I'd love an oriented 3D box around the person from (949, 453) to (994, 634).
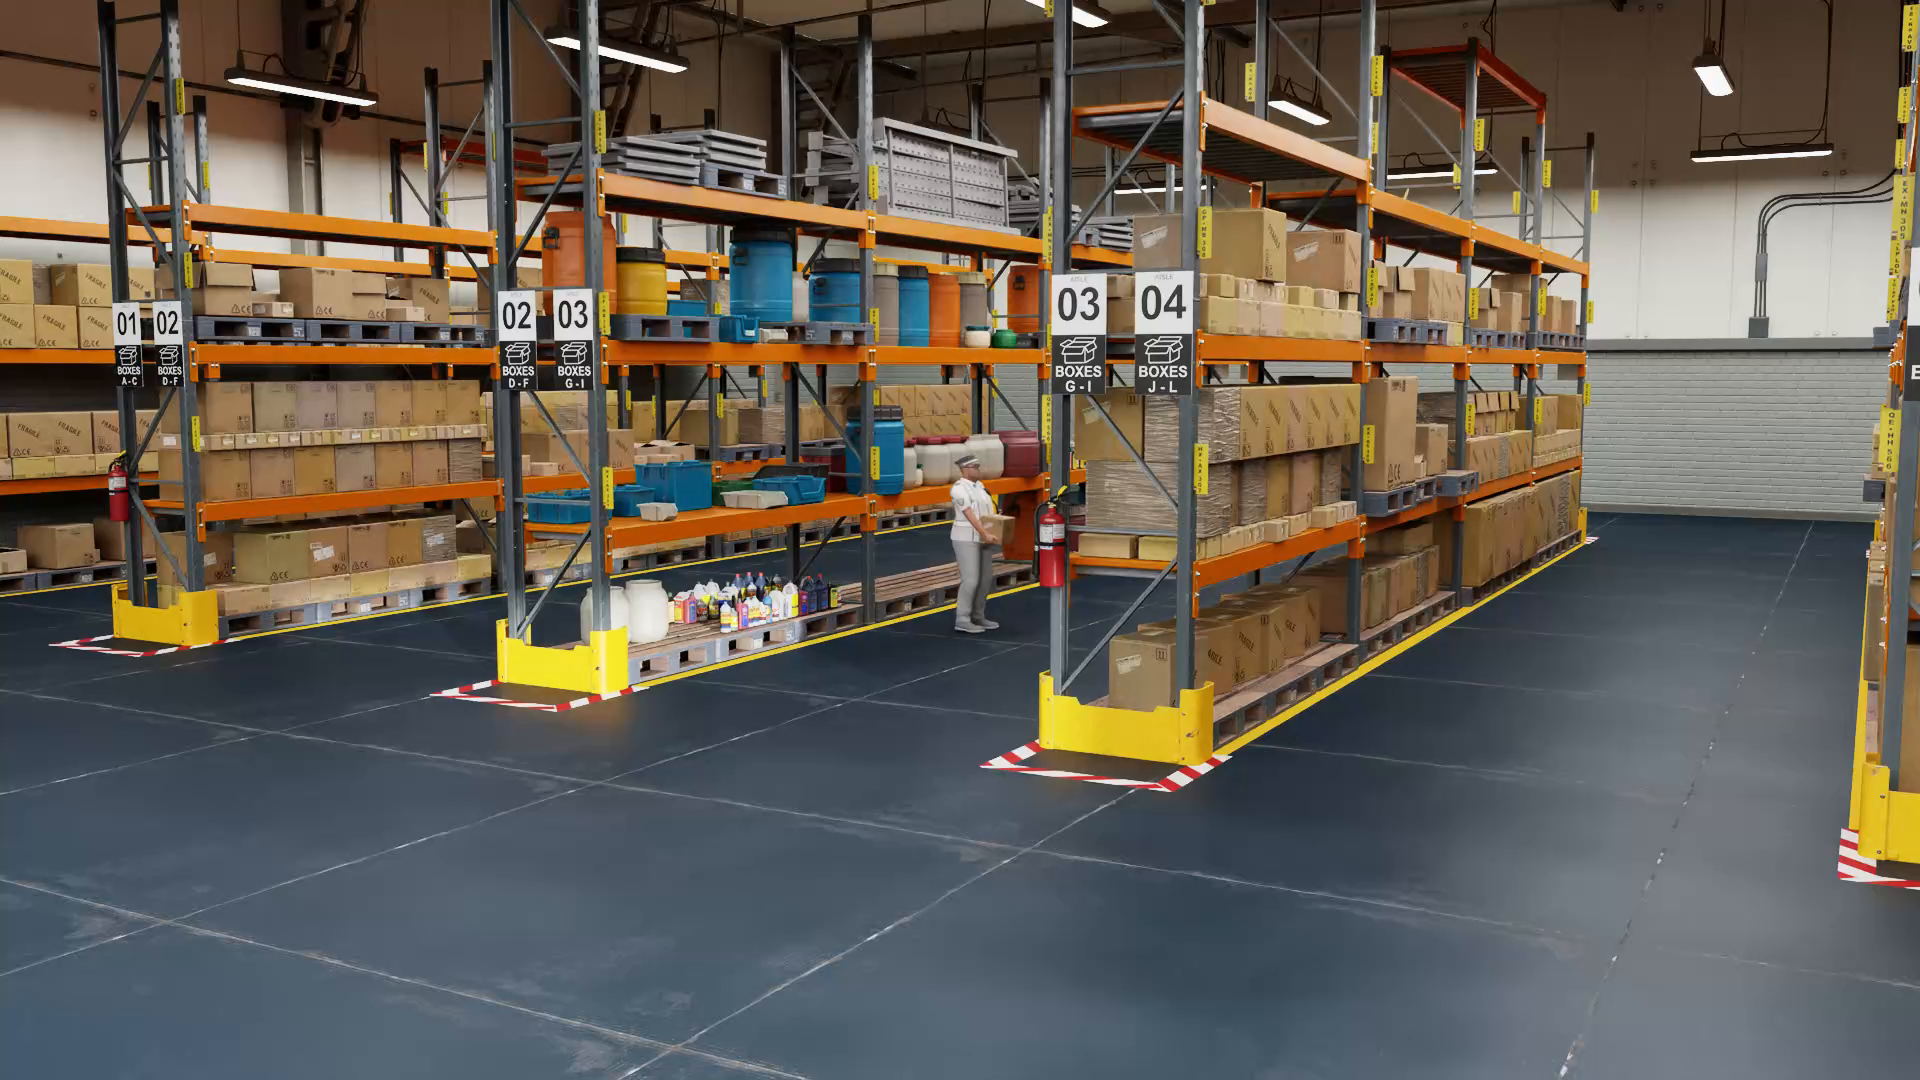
[{"bbox_3d":[0.131,0.018,16.424,0.443,1.747,0.581,3,7,26],"label":"person"}]
